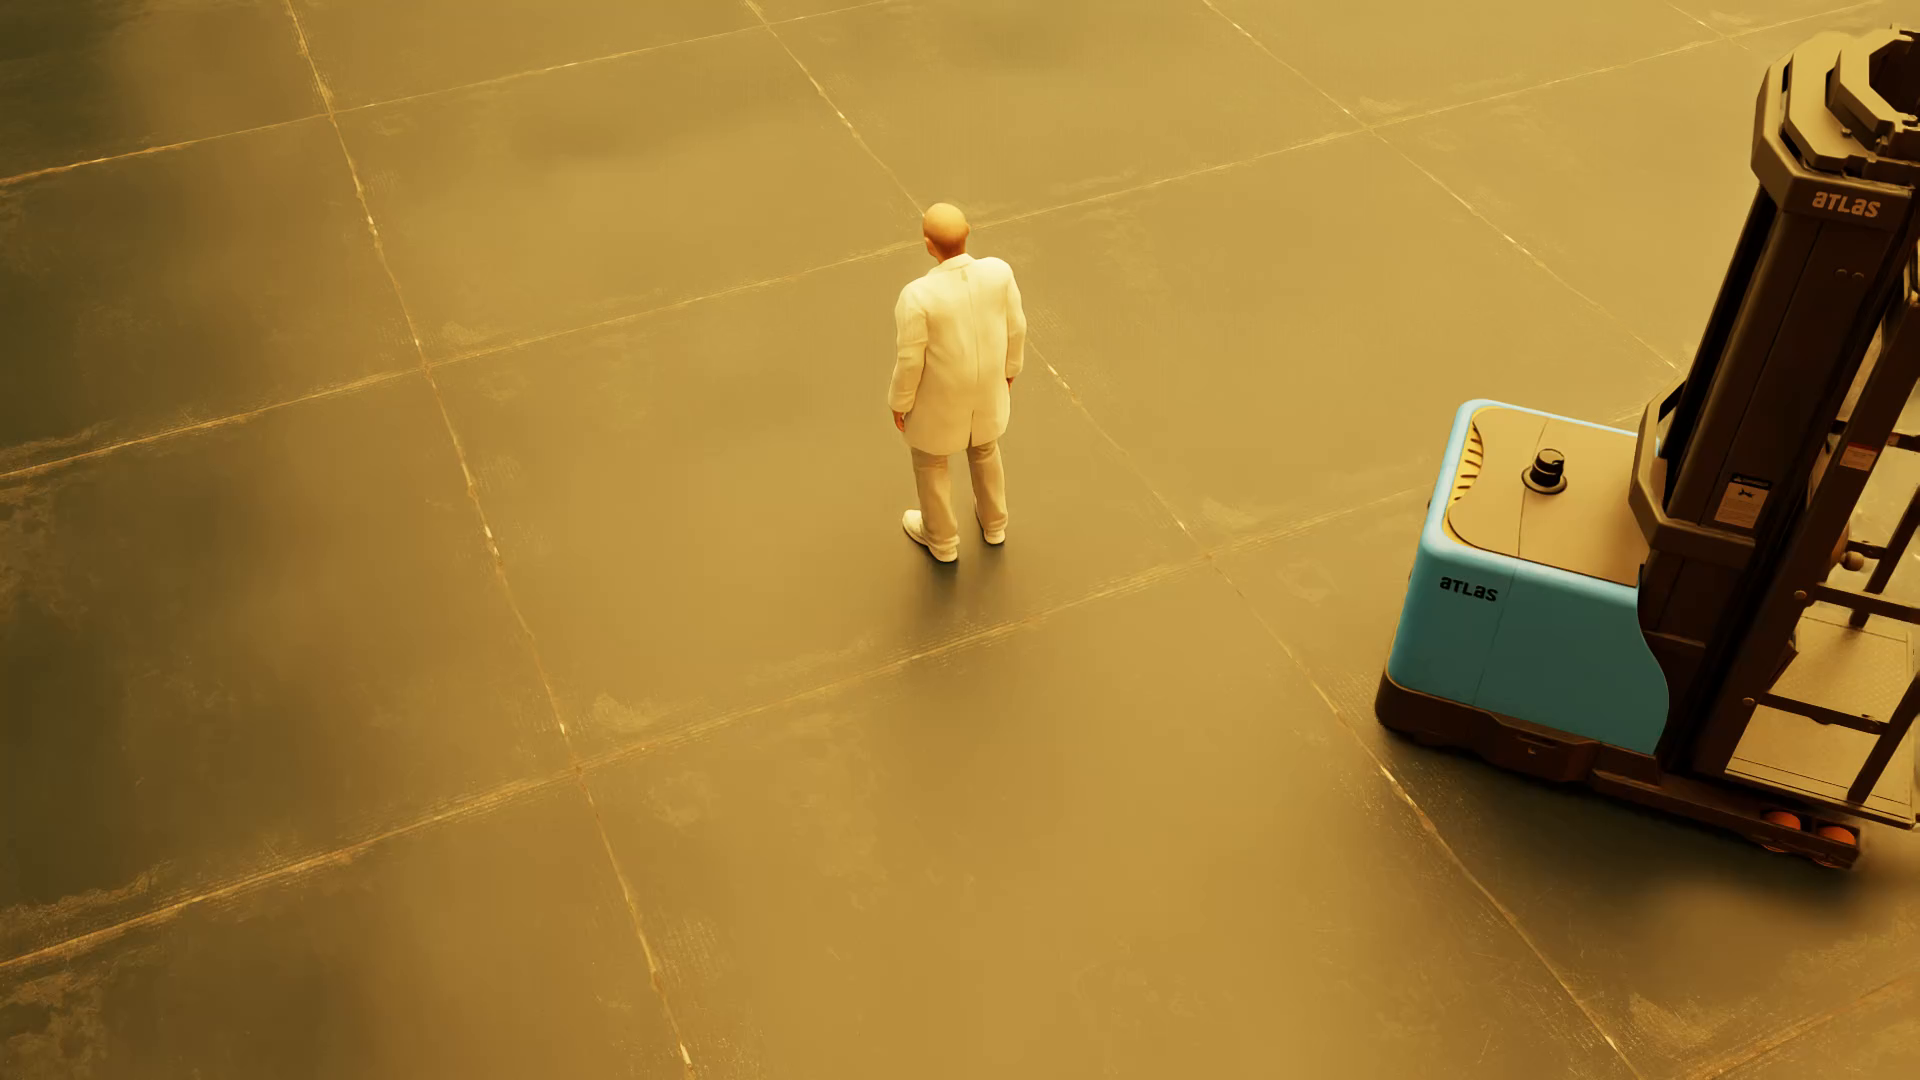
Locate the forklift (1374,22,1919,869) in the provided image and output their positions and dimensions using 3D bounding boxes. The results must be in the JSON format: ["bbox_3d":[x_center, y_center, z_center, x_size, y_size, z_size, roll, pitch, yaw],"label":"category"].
[{"bbox_3d":[3.305,-0.214,5.909,3.031,2.935,1.130,15,45,16],"label":"forklift"}]

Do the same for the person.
[{"bbox_3d":[-0.022,-0.665,7.241,0.644,1.773,0.431,-19,46,-19],"label":"person"}]
